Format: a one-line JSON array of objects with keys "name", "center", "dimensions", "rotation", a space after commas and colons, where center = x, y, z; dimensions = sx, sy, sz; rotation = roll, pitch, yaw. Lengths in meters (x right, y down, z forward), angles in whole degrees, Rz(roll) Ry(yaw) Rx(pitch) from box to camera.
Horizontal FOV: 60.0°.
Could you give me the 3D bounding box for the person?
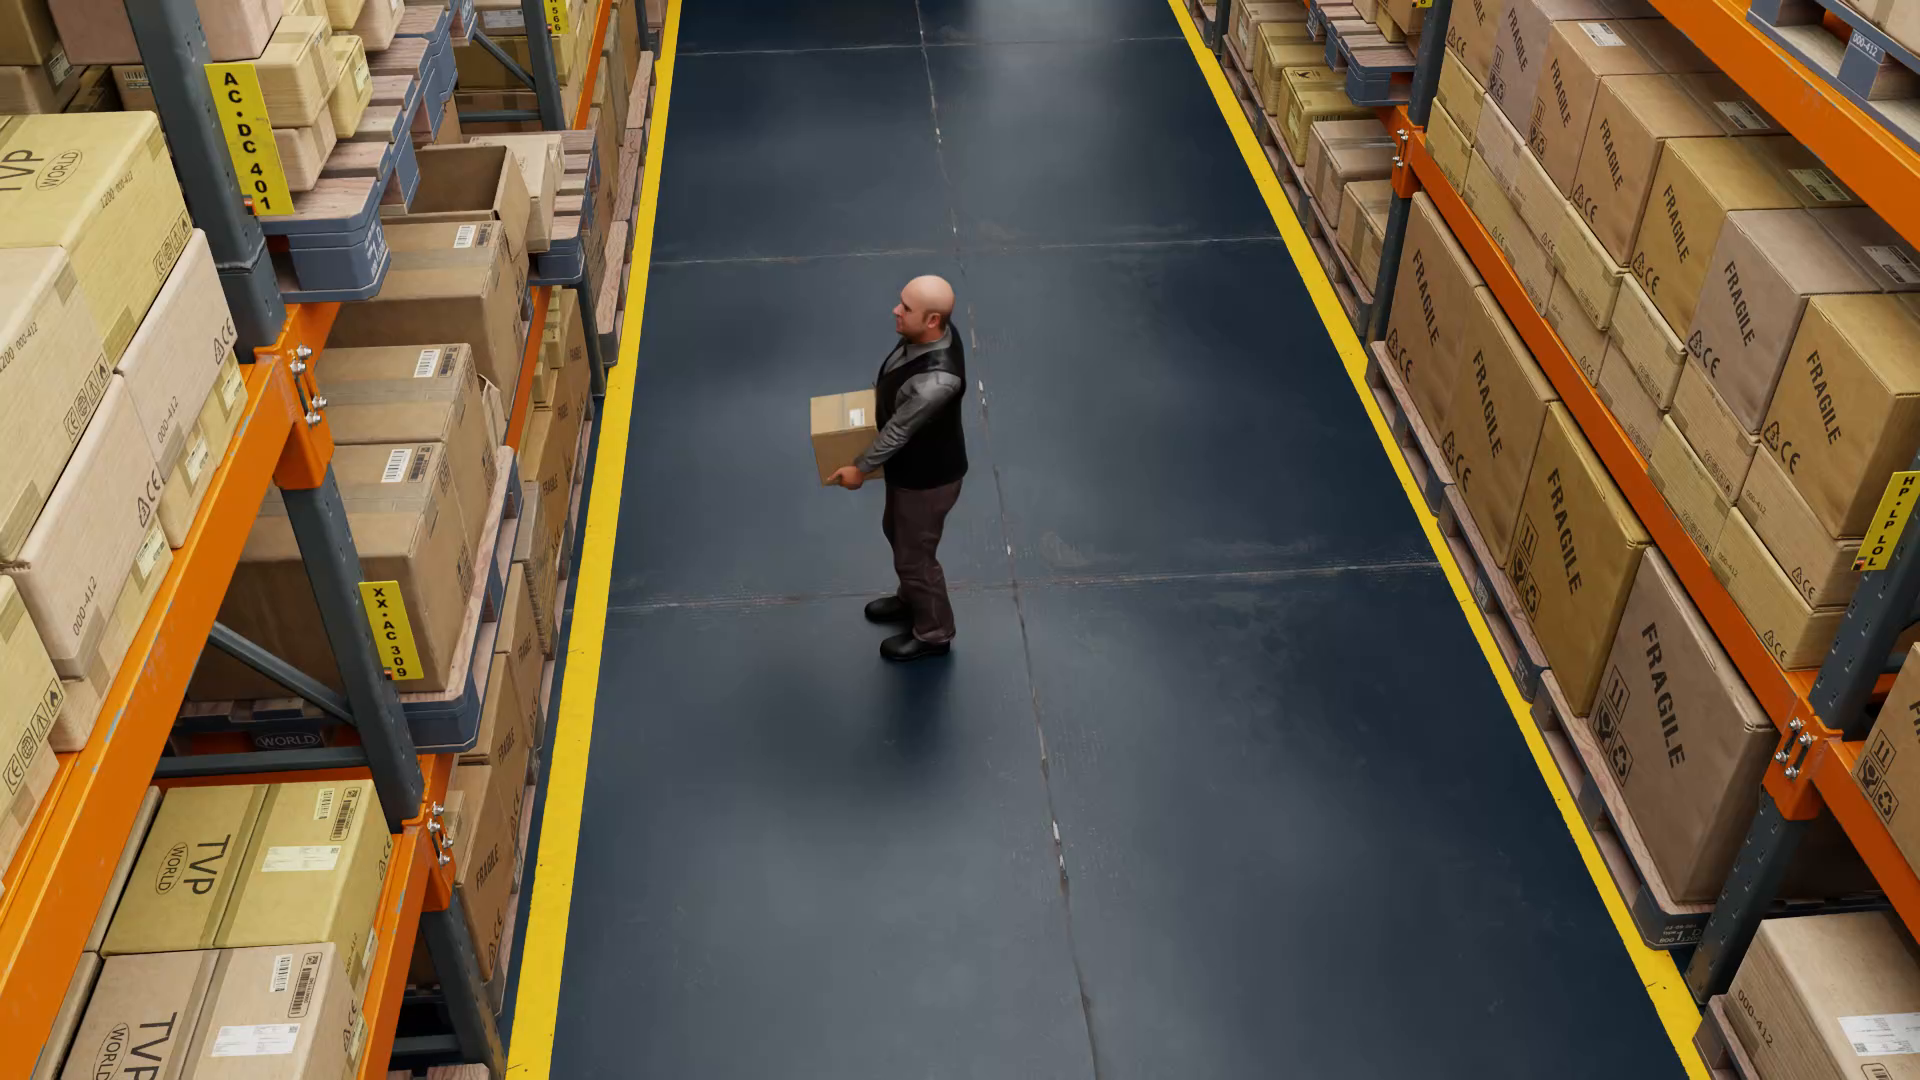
[{"name": "person", "center": [-0.246, -0.269, 6.513], "dimensions": [0.546, 1.717, 0.495], "rotation": [-3, 39, -3]}]
